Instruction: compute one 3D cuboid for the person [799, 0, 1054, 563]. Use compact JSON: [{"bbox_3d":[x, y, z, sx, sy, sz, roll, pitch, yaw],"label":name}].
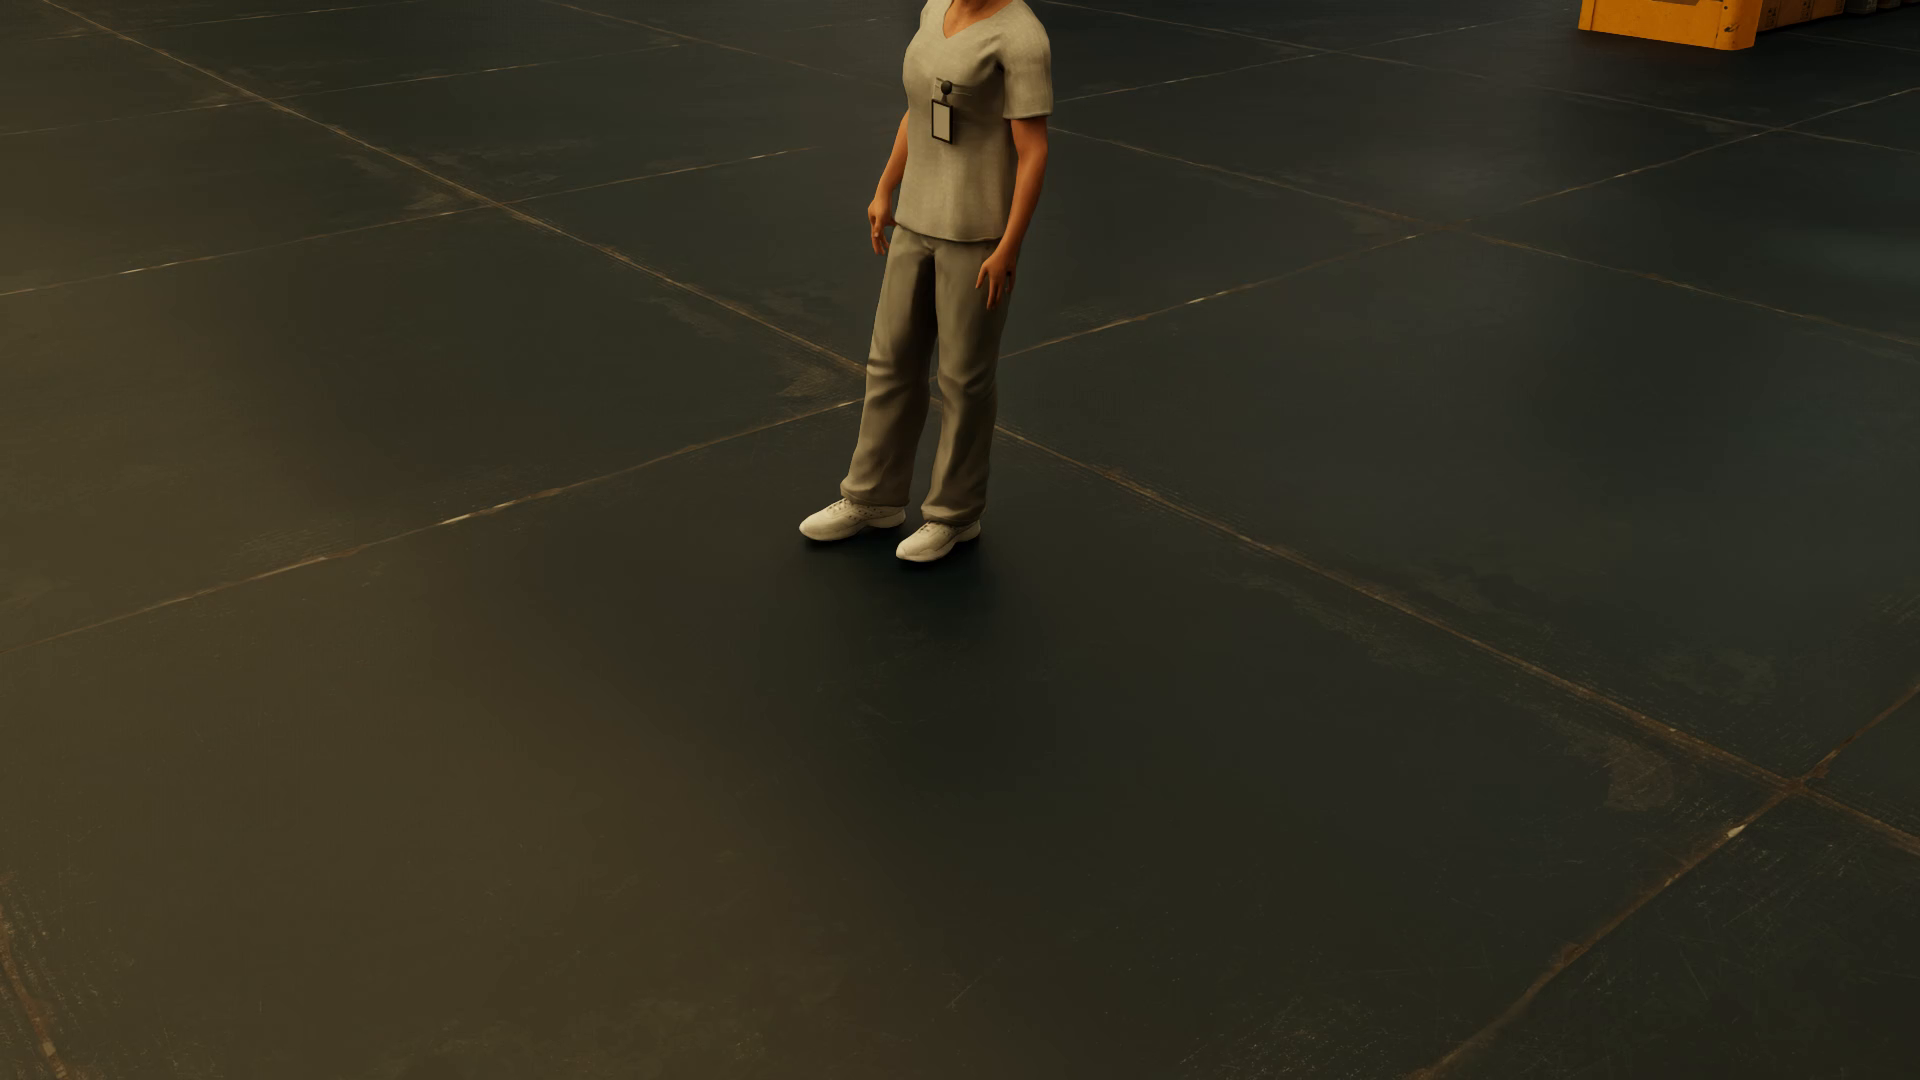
[{"bbox_3d":[-0.066,-0.740,4.092,0.548,1.672,0.549,-20,33,-35],"label":"person"}]
